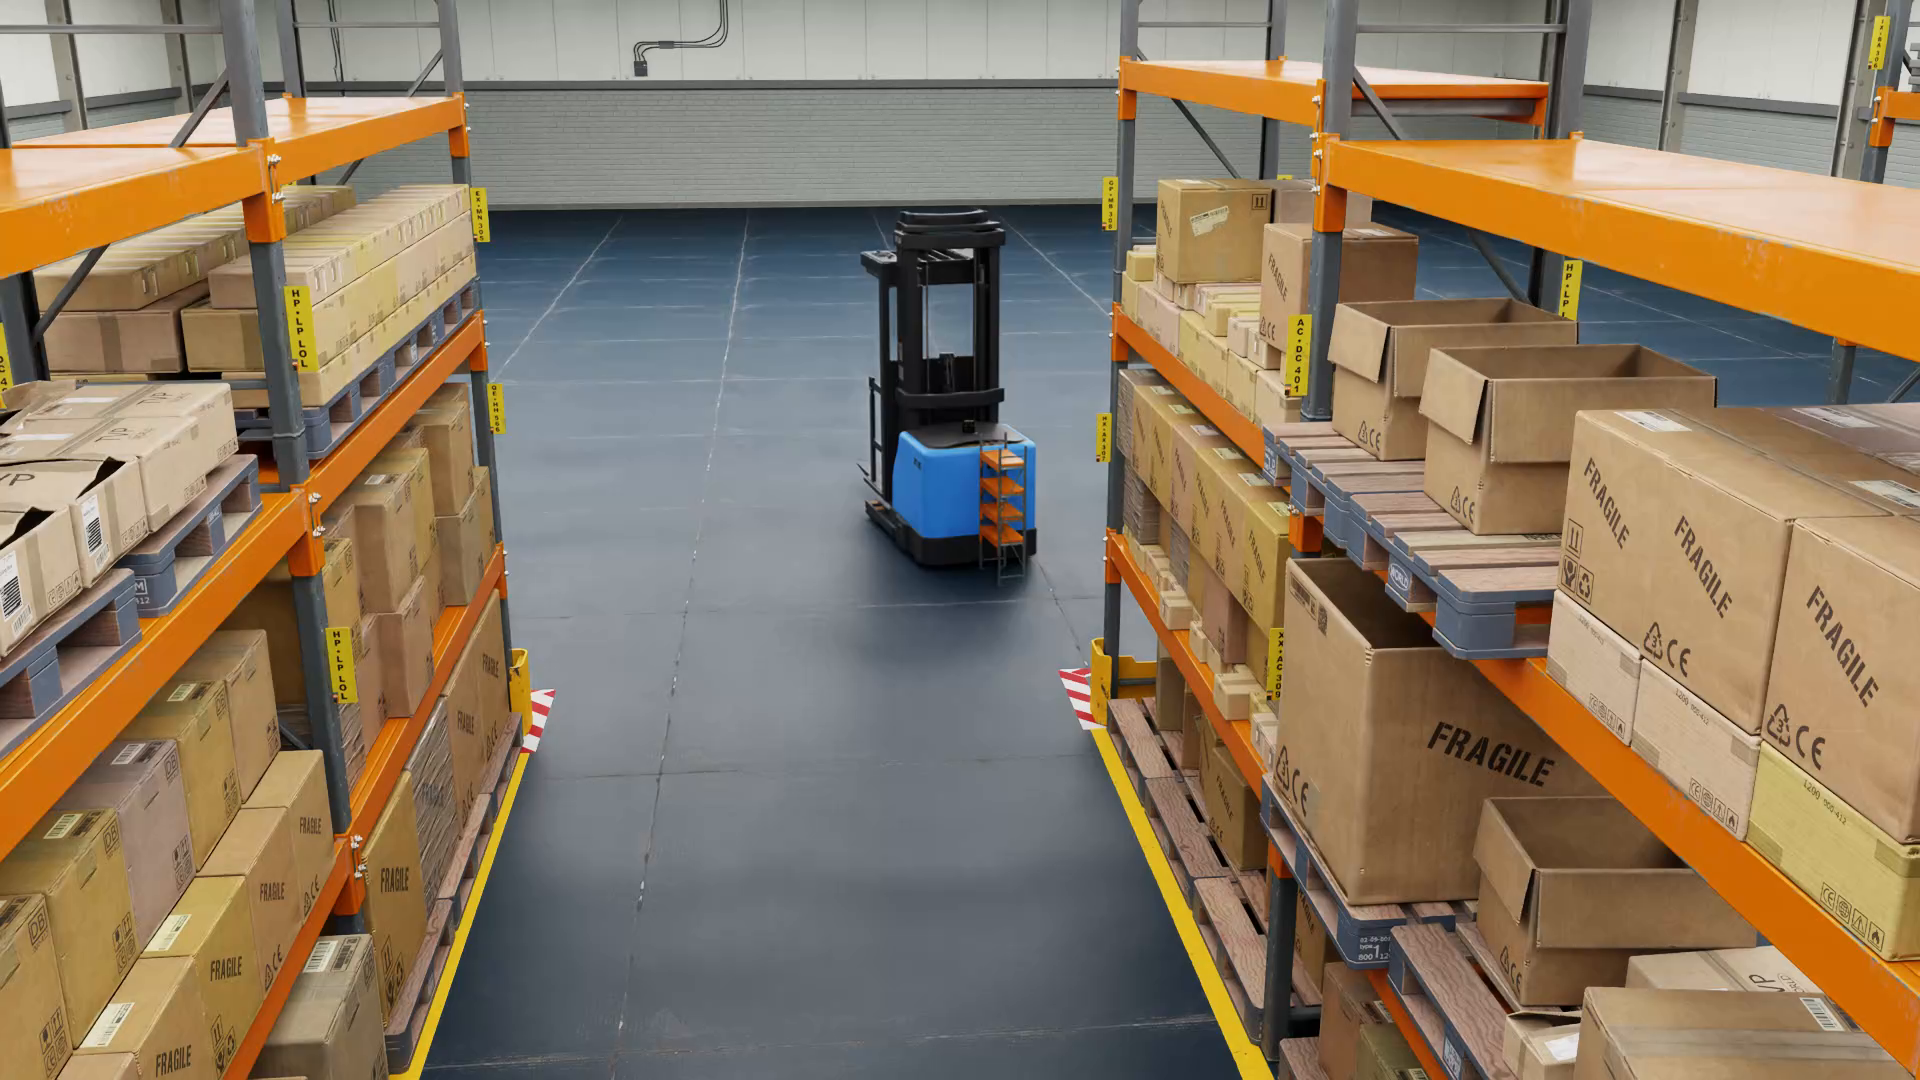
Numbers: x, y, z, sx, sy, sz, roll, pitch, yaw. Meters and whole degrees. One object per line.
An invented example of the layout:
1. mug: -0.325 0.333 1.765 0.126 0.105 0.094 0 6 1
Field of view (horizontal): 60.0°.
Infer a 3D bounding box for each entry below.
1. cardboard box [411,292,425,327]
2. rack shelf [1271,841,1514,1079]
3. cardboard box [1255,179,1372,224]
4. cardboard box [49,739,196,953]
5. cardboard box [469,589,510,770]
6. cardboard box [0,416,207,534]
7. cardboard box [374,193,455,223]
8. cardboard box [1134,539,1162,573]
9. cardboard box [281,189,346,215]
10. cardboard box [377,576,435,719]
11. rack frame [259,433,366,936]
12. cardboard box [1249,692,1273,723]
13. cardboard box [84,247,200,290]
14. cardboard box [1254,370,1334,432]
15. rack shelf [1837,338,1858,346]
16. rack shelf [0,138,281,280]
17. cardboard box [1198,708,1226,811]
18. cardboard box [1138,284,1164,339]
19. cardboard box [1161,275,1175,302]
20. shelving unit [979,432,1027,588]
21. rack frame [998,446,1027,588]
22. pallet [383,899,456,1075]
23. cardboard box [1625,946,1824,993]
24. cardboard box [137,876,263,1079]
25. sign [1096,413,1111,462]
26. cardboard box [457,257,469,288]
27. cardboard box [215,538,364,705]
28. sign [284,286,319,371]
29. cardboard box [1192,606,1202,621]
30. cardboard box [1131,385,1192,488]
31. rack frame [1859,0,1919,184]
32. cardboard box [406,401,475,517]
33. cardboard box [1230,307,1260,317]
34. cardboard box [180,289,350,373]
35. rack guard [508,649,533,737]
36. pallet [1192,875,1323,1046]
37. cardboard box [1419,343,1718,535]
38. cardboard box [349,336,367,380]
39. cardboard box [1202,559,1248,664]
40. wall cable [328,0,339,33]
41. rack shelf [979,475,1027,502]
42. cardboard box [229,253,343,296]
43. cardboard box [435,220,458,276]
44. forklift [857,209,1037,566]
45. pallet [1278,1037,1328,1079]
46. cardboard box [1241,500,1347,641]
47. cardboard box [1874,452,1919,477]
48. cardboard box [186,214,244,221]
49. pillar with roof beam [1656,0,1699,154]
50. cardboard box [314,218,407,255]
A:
1. cardboard box: -2.935 -1.164 8.421 0.380 0.149 0.250 -2 17 -5
2. rack shelf: 2.100 1.860 5.446 1.077 0.370 4.000 -2 18 -6
3. cardboard box: 1.893 -1.676 9.002 0.500 0.500 0.500 -2 18 -6
4. cardboard box: -2.886 0.971 5.241 0.700 0.500 0.500 -2 18 -5
5. cardboard box: -3.327 0.866 10.258 0.875 0.875 0.875 -2 18 -5
6. cardboard box: -2.704 -0.203 5.189 0.500 0.250 0.500 -2 18 -6
7. cardboard box: -3.040 -1.847 9.264 0.380 0.149 0.250 -1 17 -5
8. cardboard box: 1.291 0.091 10.298 0.380 0.149 0.250 -2 18 -6
9. cardboard box: -3.720 -1.904 9.445 0.380 0.149 0.250 -2 18 -5
10. cardboard box: -3.118 0.535 8.214 0.875 0.550 0.550 -2 18 -6
11. rack frame: -3.050 1.044 6.844 1.000 3.000 0.127 -2 18 -6
12. cardboard box: 1.597 0.835 7.930 0.380 0.149 0.250 -2 18 -6
13. cardboard box: -3.456 -1.145 7.029 0.380 0.149 0.250 -2 18 -6
14. cardboard box: 1.587 -0.566 7.216 0.500 0.250 0.500 -1 17 -4
15. rack shelf: 6.614 -0.916 9.280 1.077 0.370 4.000 -2 18 -6
16. rack shelf: -2.844 -0.688 4.215 1.077 0.370 4.000 -2 18 -6
17. cardboard box: 1.670 1.272 9.589 0.500 0.500 0.500 0 17 0
18. cardboard box: 1.333 -1.325 9.634 0.500 0.250 0.500 -2 18 -7
19. cardboard box: 1.337 -1.424 9.282 0.380 0.149 0.250 -2 18 -6
20. shelving unit: 0.358 -0.257 13.994 0.258 1.200 0.503 -5 18 -17
21. rack frame: 0.433 -0.188 13.772 0.240 1.200 0.015 -5 18 -17
22. pallet: -3.051 2.145 7.991 1.003 0.211 1.213 -2 18 -6
23. cardboard box: 2.362 1.477 5.013 0.500 0.250 0.500 -2 18 -7
24. cardboard box: -2.626 1.445 5.401 0.500 0.500 0.500 -2 17 -5
25. sign: 0.942 -0.667 10.849 0.100 0.325 0.005 -2 18 -6
26. cardboard box: -3.066 -1.543 9.629 0.380 0.149 0.250 -2 18 -5
27. cardboard box: -3.054 0.346 7.013 0.875 0.550 0.550 -2 18 -6
28. sign: -2.511 -0.804 6.333 0.100 0.325 0.005 -2 18 -6
29. cardboard box: 1.490 0.462 9.118 0.380 0.149 0.250 -2 18 -6
30. cardboard box: 1.312 -0.616 9.799 0.500 0.500 0.500 -2 18 -6
31. rack frame: 6.408 -3.286 10.621 1.000 3.000 0.127 -2 18 -6
32. cardboard box: -3.314 -0.462 9.587 0.875 0.550 0.550 -2 18 -6
33. cardboard box: 1.517 -1.032 8.033 0.380 0.149 0.250 -1 17 -4
34. cardboard box: -2.822 -0.860 6.786 0.500 0.250 0.500 -2 18 -5
35. rack guard: -3.465 1.038 11.037 1.175 0.500 0.348 -2 18 -6
36. pallet: 1.789 2.052 8.288 1.003 0.211 1.213 -2 18 -6
37. cardboard box: 1.942 -0.336 5.358 0.797 0.503 0.637 -1 17 -3
38. cardboard box: -2.802 -0.786 7.216 0.380 0.149 0.250 -2 18 -6
39. cardboard box: 1.741 0.299 8.552 0.875 0.500 0.500 -2 18 -6
40. wall cable: -13.529 -13.306 39.287 3.097 2.526 0.112 -2 18 -6
41. rack shelf: 0.358 -0.407 13.947 0.258 0.148 0.480 -5 18 -17
42. cardboard box: -2.777 -1.091 6.856 0.380 0.149 0.250 -2 18 -6
43. cardboard box: -3.083 -1.611 9.179 0.500 0.250 0.500 -2 18 -6
44. forklift: -0.265 -1.582 15.321 1.130 2.935 3.031 -5 18 -17
45. pallet: 1.976 2.483 6.915 1.003 0.211 1.213 -2 18 -6
46. cardboard box: 1.574 0.129 7.427 0.500 0.500 0.500 -2 18 -6
47. cardboard box: 2.465 0.096 3.854 0.500 0.500 0.500 -2 18 -5
48. cardboard box: -3.588 -1.523 8.233 0.380 0.149 0.250 -2 17 -5
49. pillar with roof beam: 10.437 -10.428 33.369 9.100 9.000 0.400 -2 18 -6
50. cardboard box: -2.907 -1.468 8.058 0.380 0.149 0.250 -2 18 -6
